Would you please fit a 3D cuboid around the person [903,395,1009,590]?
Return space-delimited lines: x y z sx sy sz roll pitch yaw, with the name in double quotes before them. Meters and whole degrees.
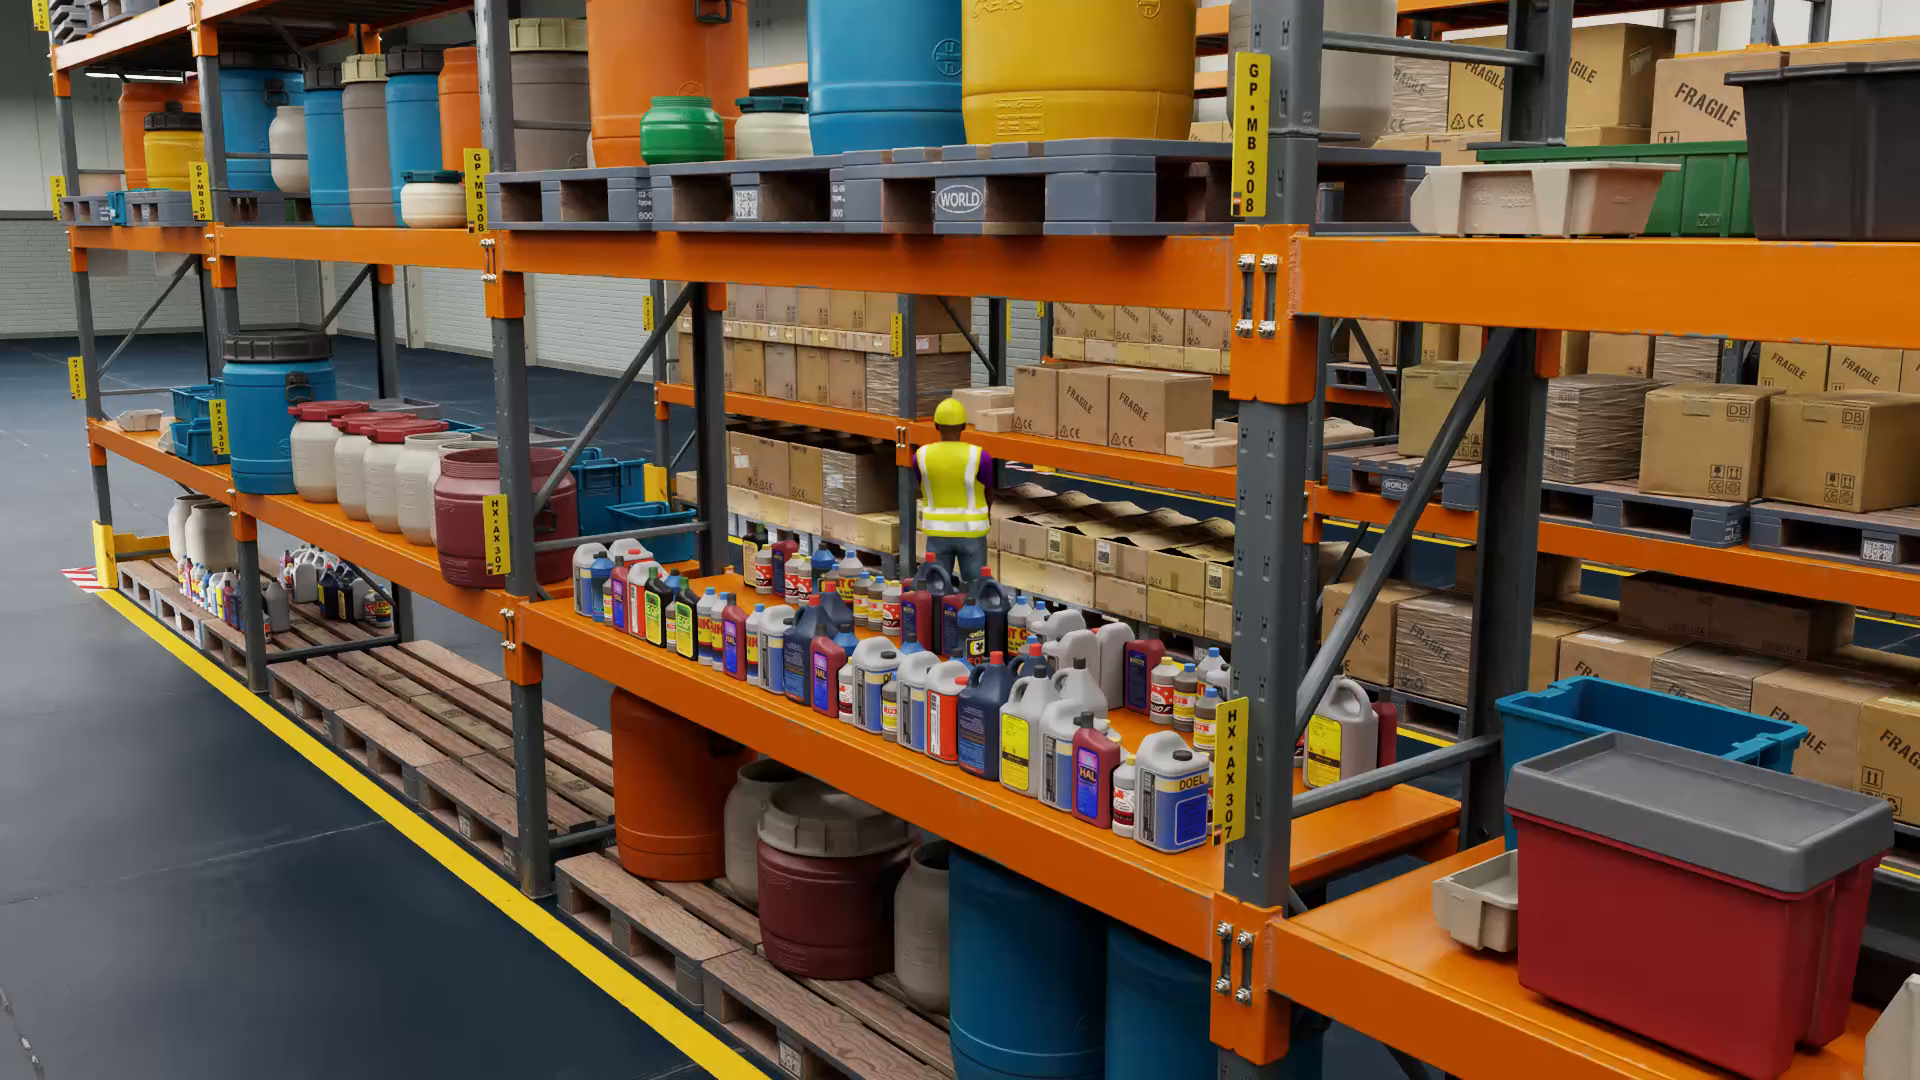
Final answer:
"person" -0.011 -0.048 10.570 0.665 1.767 0.575 2 11 9
